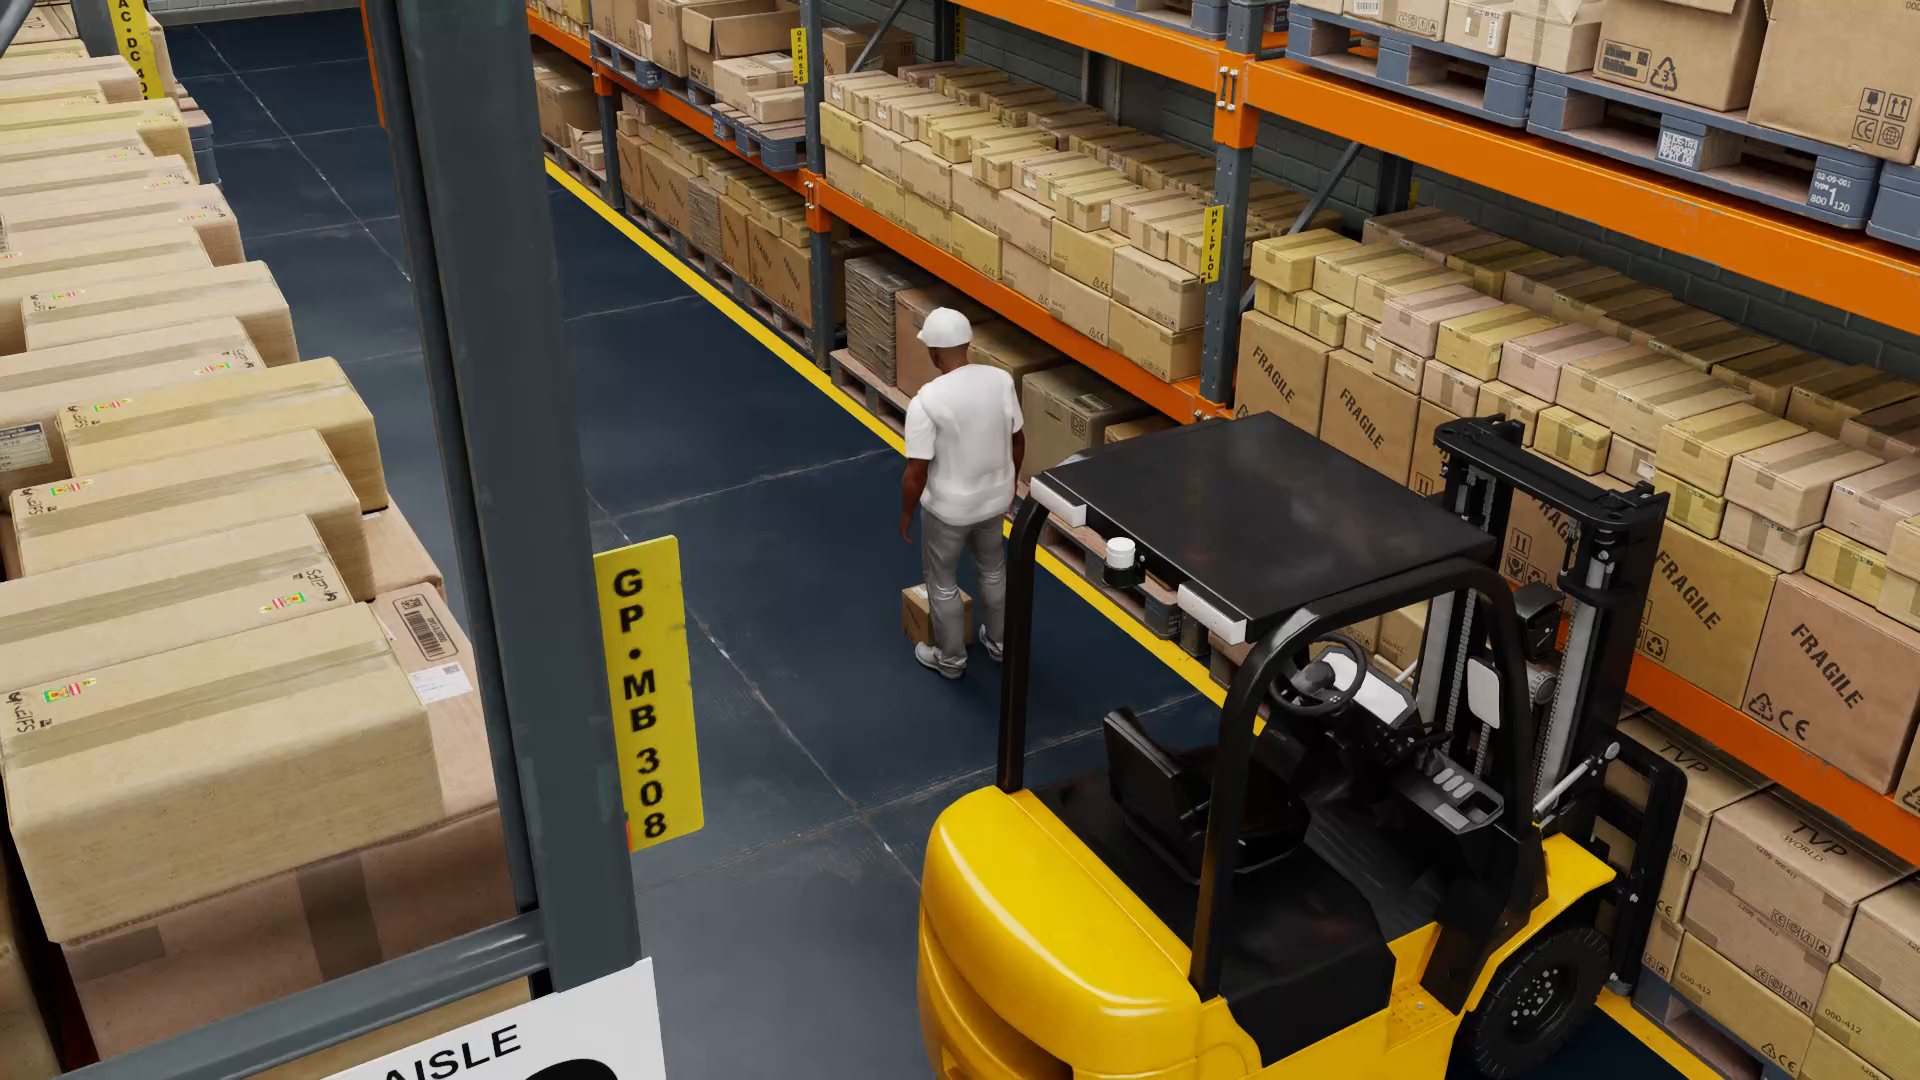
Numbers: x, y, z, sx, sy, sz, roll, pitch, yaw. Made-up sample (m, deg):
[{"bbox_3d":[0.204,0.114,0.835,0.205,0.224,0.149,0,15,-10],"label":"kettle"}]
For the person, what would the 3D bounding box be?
[{"bbox_3d":[0.009,-0.203,7.474,0.628,1.761,0.458,-15,32,-25],"label":"person"}]
